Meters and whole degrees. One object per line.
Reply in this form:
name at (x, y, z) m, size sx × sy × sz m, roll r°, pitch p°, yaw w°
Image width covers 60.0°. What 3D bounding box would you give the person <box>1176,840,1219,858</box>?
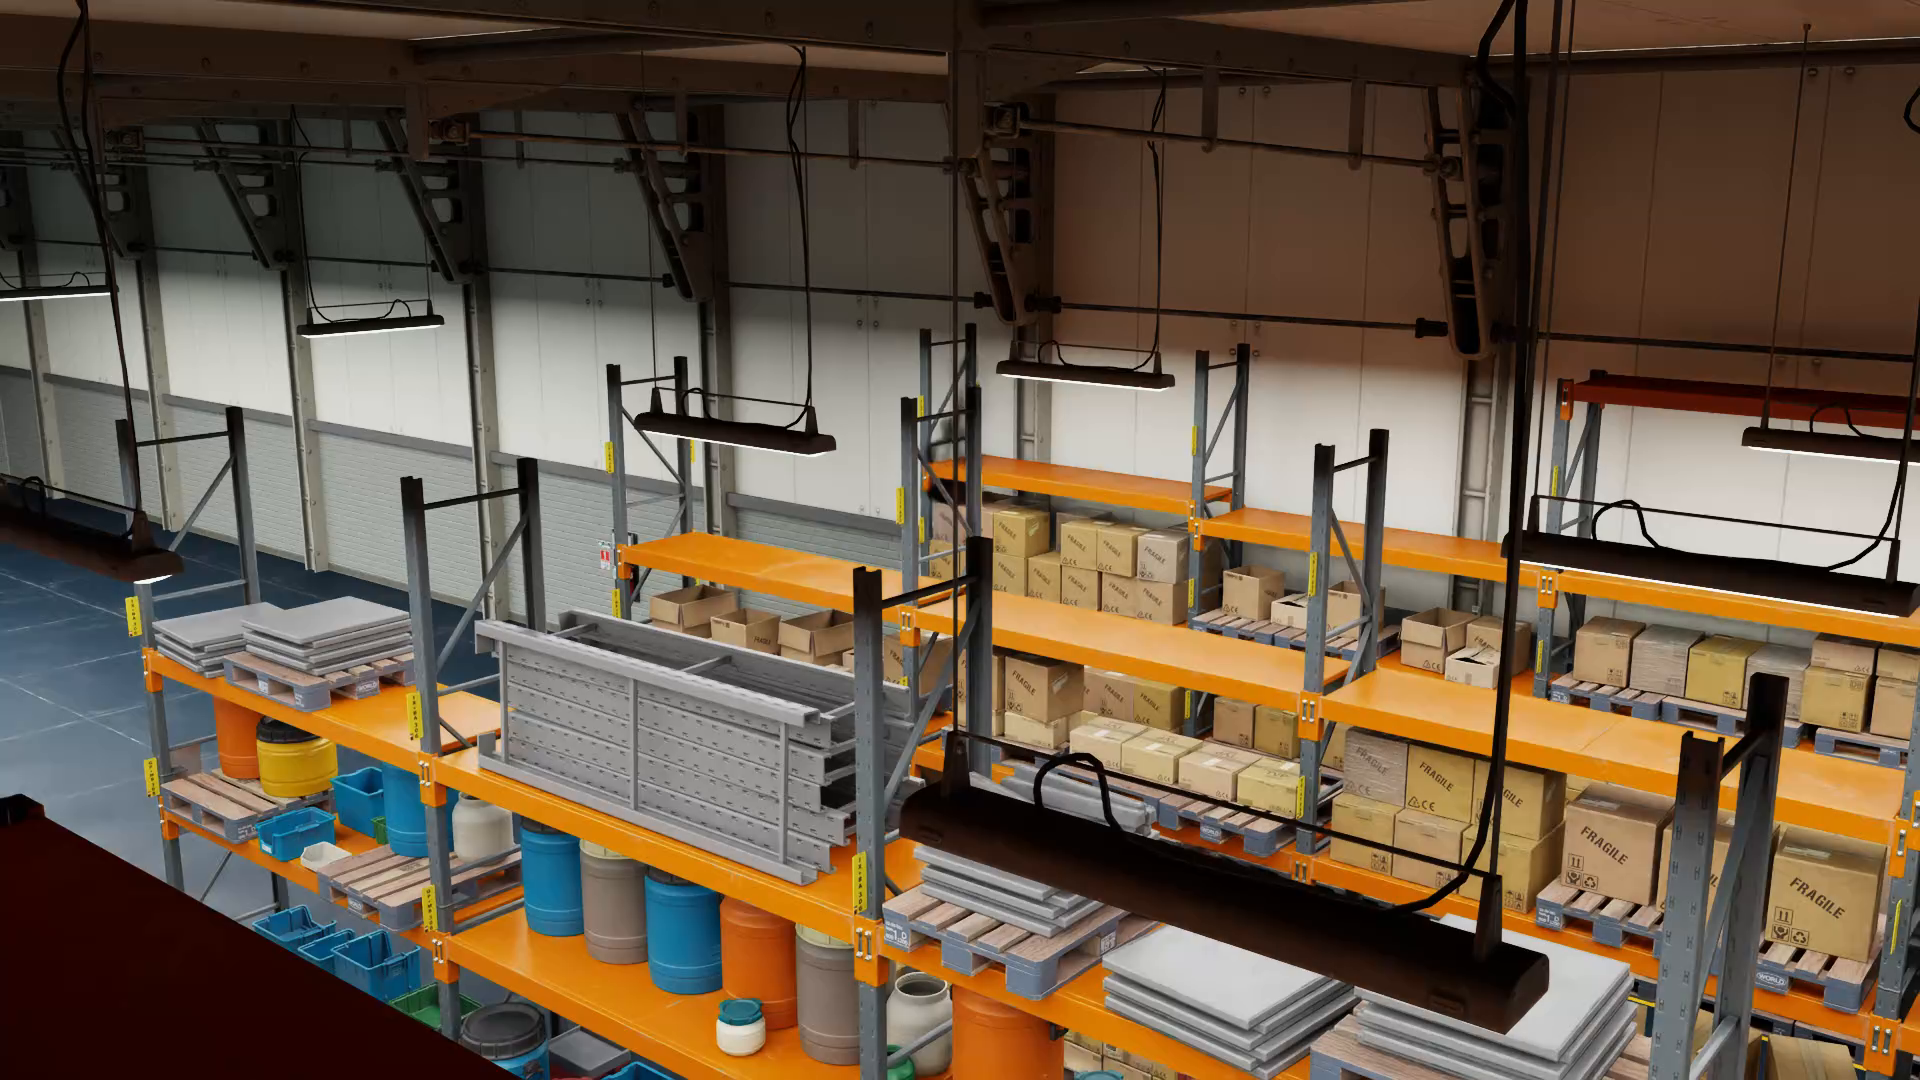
person at (2.593, 3.522, 17.098) m, size 0.869 × 1.579 × 0.532 m, roll 8°, pitch 15°, yaw 33°
